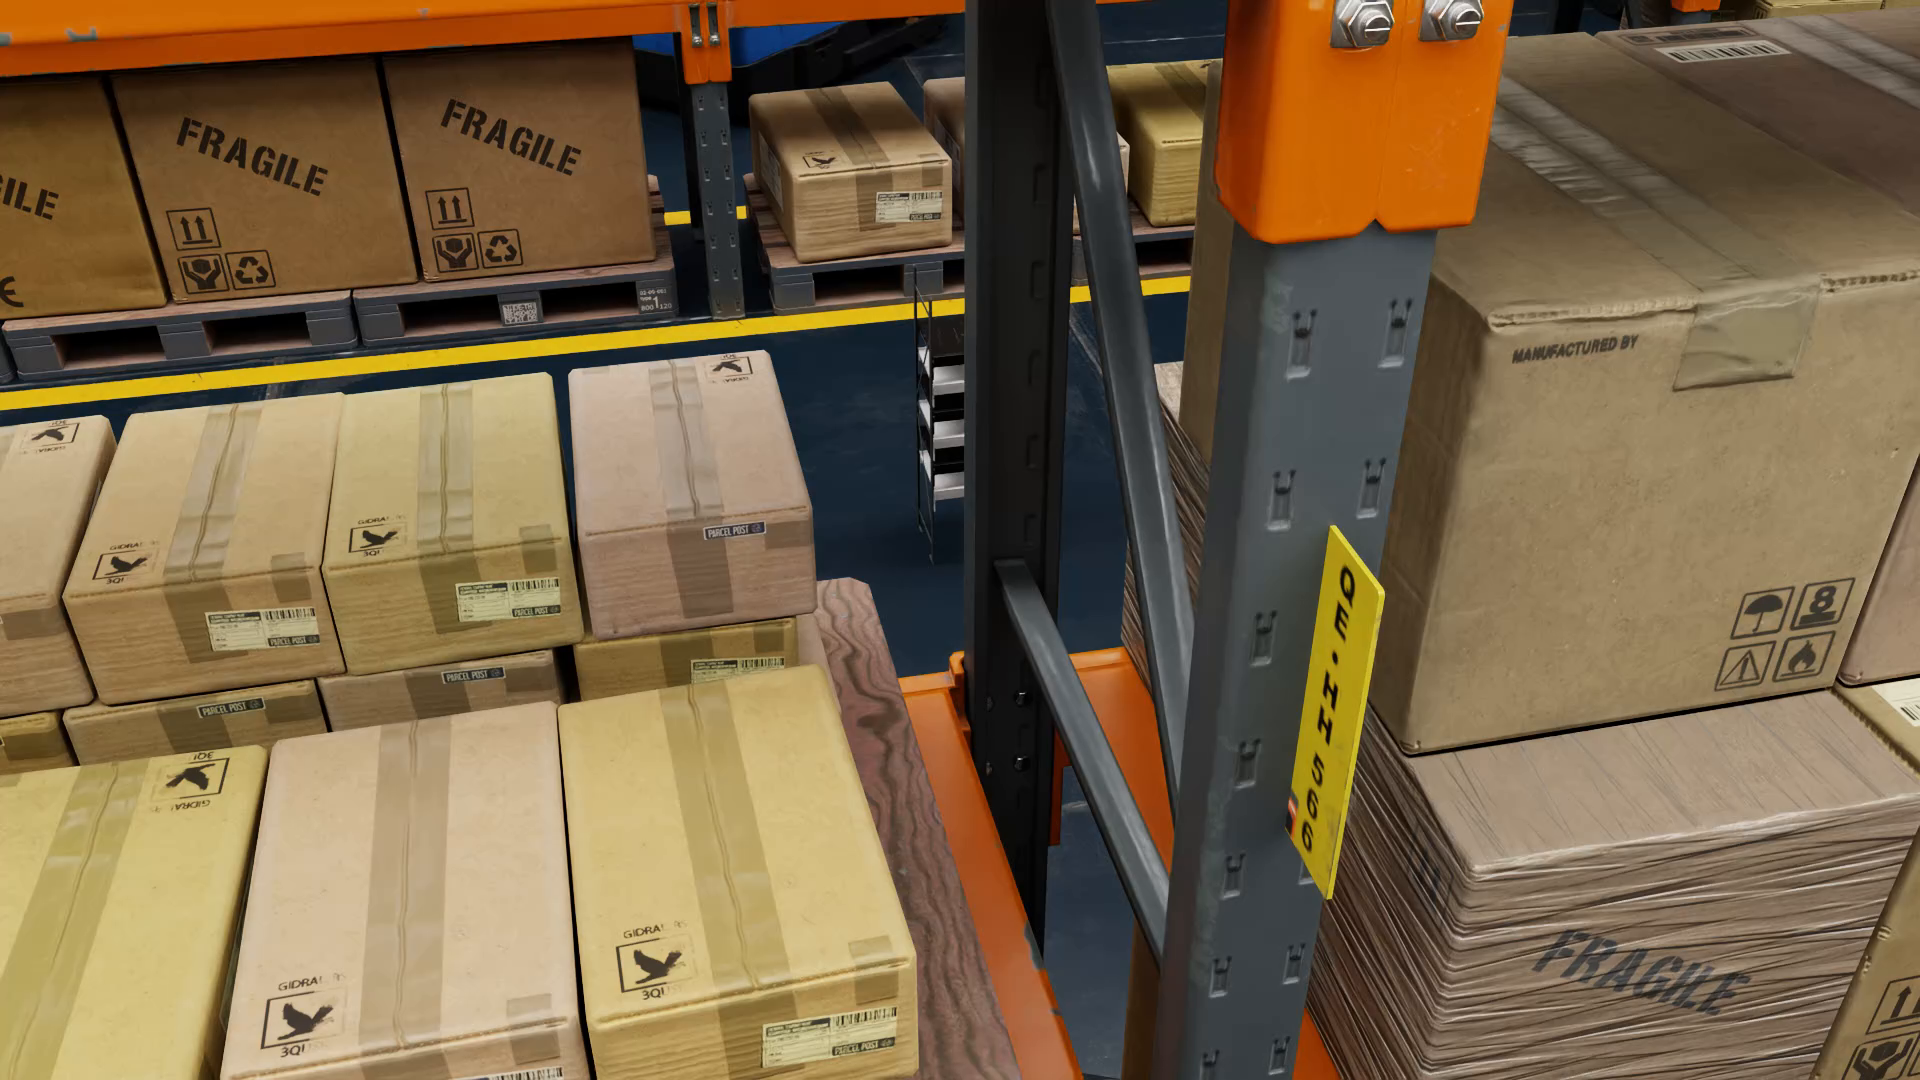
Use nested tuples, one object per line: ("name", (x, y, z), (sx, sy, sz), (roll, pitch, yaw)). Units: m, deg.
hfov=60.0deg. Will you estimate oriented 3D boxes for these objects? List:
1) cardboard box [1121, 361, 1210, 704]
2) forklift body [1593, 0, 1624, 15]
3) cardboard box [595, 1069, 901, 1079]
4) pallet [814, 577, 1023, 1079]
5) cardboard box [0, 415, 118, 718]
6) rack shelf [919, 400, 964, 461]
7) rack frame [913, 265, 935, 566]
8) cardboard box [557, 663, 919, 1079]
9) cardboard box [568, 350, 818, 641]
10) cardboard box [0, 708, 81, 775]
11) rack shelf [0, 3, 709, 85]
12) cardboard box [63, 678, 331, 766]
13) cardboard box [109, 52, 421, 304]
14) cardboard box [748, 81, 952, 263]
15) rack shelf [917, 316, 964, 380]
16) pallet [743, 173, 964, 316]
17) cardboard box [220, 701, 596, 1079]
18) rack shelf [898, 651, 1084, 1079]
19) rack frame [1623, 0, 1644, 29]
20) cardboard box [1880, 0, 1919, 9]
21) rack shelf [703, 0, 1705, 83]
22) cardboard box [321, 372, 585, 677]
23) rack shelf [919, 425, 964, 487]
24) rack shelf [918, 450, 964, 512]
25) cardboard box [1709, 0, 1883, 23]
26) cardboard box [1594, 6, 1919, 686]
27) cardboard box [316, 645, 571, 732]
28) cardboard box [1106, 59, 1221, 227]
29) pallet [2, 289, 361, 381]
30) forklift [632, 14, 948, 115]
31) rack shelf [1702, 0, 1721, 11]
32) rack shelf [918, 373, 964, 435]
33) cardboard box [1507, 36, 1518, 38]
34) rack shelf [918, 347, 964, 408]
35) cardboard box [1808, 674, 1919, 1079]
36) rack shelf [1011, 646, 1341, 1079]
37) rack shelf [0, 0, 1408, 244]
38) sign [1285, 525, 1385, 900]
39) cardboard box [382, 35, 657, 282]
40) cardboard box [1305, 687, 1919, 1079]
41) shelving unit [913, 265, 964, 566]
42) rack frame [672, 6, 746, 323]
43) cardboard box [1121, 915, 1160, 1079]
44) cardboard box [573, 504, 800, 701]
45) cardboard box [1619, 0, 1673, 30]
("cardboard box", (0.555, 0.058, 2.382), (0.500, 0.500, 0.500), (-7, 35, -11))
("forklift body", (4.242, -4.480, 9.996), (1.214, 2.155, 2.313), (-7, 35, -11))
("cardboard box", (-0.206, 0.416, 1.520), (0.250, 0.149, 0.380), (-6, 34, -10))
("pallet", (-0.496, 0.526, 1.946), (1.003, 0.211, 1.213), (-7, 35, -11))
("cardboard box", (-1.078, 0.030, 1.828), (0.250, 0.149, 0.380), (-9, 35, -13))
("rack shelf", (-0.008, -0.345, 5.016), (0.200, 0.077, 0.258), (-7, 35, -11))
("rack frame", (-0.107, -0.360, 4.979), (0.006, 0.900, 0.240), (-7, 35, -11))
("cardboard box", (-0.202, 0.293, 1.435), (0.250, 0.149, 0.380), (-9, 35, -12))
("cardboard box", (-0.322, -0.064, 1.968), (0.250, 0.149, 0.380), (-7, 35, -10))
("cardboard box", (-1.110, 0.158, 1.904), (0.250, 0.149, 0.380), (-7, 35, -10))
("rack shelf", (-2.966, -1.832, 5.934), (4.000, 0.370, 1.077), (-7, 35, -11))
("cardboard box", (-0.864, 0.127, 1.951), (0.250, 0.149, 0.380), (-8, 35, -12))
("cardboard box", (-2.578, -1.522, 6.356), (0.875, 0.875, 0.875), (-7, 34, -10))
("cardboard box", (-0.462, -1.524, 6.811), (0.625, 0.372, 0.950), (-9, 35, -14))
("rack shelf", (-0.008, -0.569, 4.866), (0.200, 0.077, 0.258), (-7, 35, -11))
("pallet", (-0.253, -1.314, 7.019), (1.213, 0.211, 1.003), (-7, 35, -11))
("cardboard box", (-0.447, 0.323, 1.391), (0.250, 0.149, 0.380), (-8, 35, -11))
("rack shelf", (-1.775, 0.846, 1.943), (4.000, 0.370, 1.077), (-7, 35, -11))
("rack frame", (2.885, -2.870, 6.835), (0.053, 2.616, 0.949), (-7, 35, -11))
("cardboard box", (4.041, -2.211, 7.270), (0.500, 0.500, 0.500), (-6, 34, -9))
("rack shelf", (0.935, -2.324, 6.667), (4.000, 0.370, 1.077), (-7, 35, -11))
("cardboard box", (-0.580, -0.030, 1.917), (0.250, 0.149, 0.380), (-8, 35, -12))
("rack shelf", (-0.008, -0.270, 5.066), (0.200, 0.077, 0.258), (-7, 35, -11))
("rack shelf", (-0.008, -0.196, 5.117), (0.200, 0.077, 0.258), (-7, 35, -11))
("cardboard box", (3.521, -2.138, 7.162), (0.500, 0.500, 0.500), (-6, 34, -8))
("cardboard box", (1.108, -0.268, 1.971), (0.500, 0.500, 0.700), (-8, 35, -11))
("cardboard box", (-0.605, 0.092, 2.002), (0.250, 0.149, 0.380), (-6, 34, -8))
("cardboard box", (0.997, -1.709, 7.087), (0.625, 0.372, 0.950), (-6, 34, -9))
("pallet", (-2.988, -1.015, 6.573), (1.213, 0.211, 1.003), (-7, 35, -11))
("forklift", (-0.724, -4.090, 8.772), (1.129, 2.867, 3.031), (19, 38, 26))
("rack shelf", (4.837, -2.816, 7.399), (4.000, 0.370, 1.077), (-7, 35, -11))
("rack shelf", (-0.008, -0.420, 4.966), (0.200, 0.077, 0.258), (-7, 35, -11))
("cardboard box", (2.375, -1.886, 7.350), (0.625, 0.372, 0.950), (-7, 34, -10))
("rack shelf", (-0.008, -0.494, 4.916), (0.200, 0.077, 0.258), (-7, 35, -11))
("cardboard box", (1.168, 0.287, 2.041), (0.500, 0.500, 0.500), (-7, 35, -11))
("rack shelf", (2.126, 0.354, 2.676), (4.000, 0.370, 1.077), (-7, 35, -11))
("rack shelf", (-1.775, -0.400, 1.108), (4.000, 0.370, 1.077), (-7, 35, -11))
("sign", (0.304, 0.147, 1.371), (0.005, 0.325, 0.100), (-7, 35, -11))
("cardboard box", (-1.707, -1.629, 6.516), (0.875, 0.875, 0.875), (-7, 35, -11))
("cardboard box", (0.673, 0.351, 1.945), (0.500, 0.500, 0.500), (-7, 34, -10))
("shelving unit", (-0.008, -0.373, 4.998), (0.210, 0.900, 0.258), (-7, 35, -11))
("rack frame", (-1.015, -2.377, 6.100), (0.127, 3.000, 1.000), (-7, 35, -11))
("cardboard box", (0.789, 1.035, 2.658), (0.750, 0.750, 1.050), (-8, 35, -11))
("cardboard box", (-0.340, 0.058, 2.054), (0.250, 0.149, 0.380), (-6, 34, -8))
("cardboard box", (3.404, -2.431, 7.599), (0.500, 0.500, 0.500), (-8, 35, -11))
